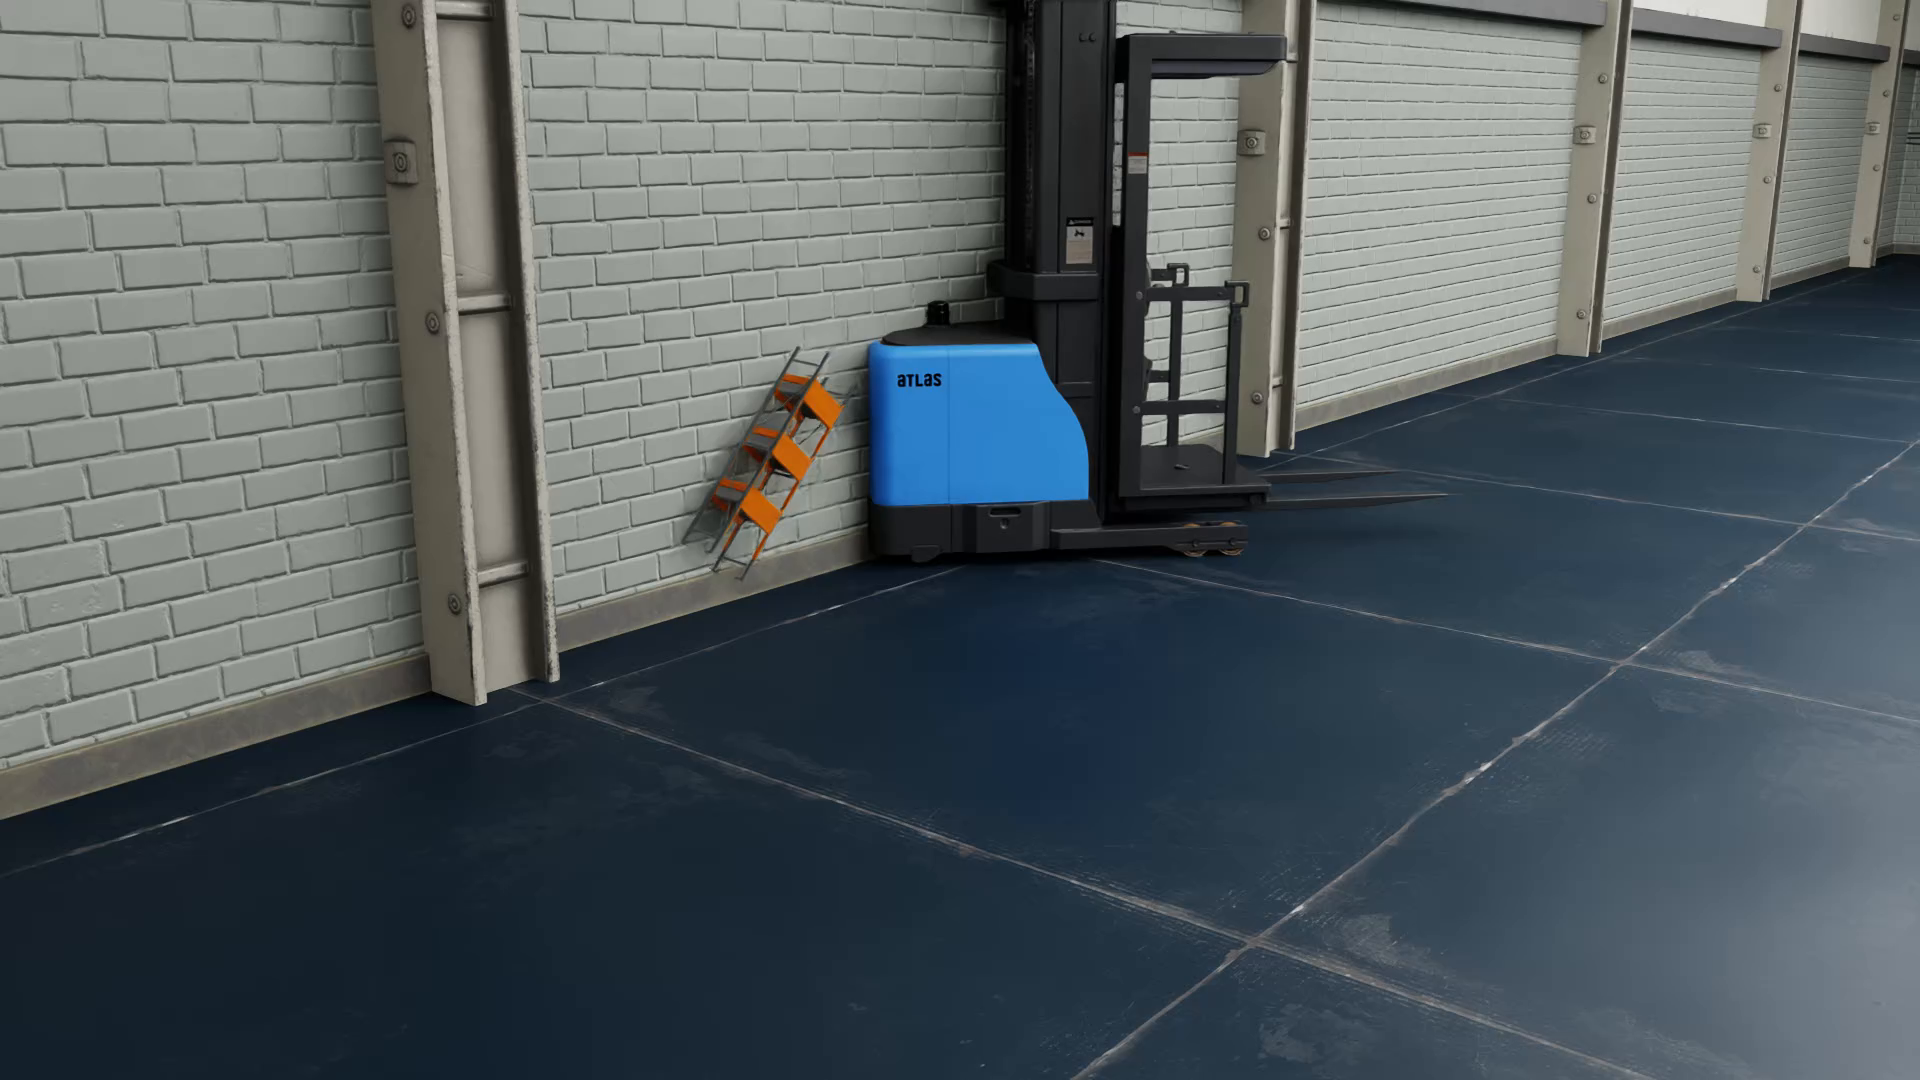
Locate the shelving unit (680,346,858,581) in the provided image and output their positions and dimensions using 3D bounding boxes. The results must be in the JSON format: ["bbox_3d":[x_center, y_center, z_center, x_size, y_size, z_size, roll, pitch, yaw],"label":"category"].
[{"bbox_3d":[-0.837,-0.346,7.360,0.215,1.050,0.252,16,-21,37],"label":"shelving unit"}]

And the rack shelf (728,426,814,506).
[{"bbox_3d":[-0.842,-0.337,7.357,0.215,0.259,0.240,16,-21,37],"label":"rack shelf"}]

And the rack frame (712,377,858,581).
[{"bbox_3d":[-0.783,-0.286,7.451,0.200,1.050,0.008,16,-21,37],"label":"rack frame"}]

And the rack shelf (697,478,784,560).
[{"bbox_3d":[-0.968,-0.103,7.277,0.215,0.259,0.240,16,-21,37],"label":"rack shelf"}]

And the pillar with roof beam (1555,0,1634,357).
[{"bbox_3d":[9.091,-5.437,11.748,9.100,9.000,0.400,11,18,38],"label":"pillar with roof beam"}]

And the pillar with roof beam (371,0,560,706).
[{"bbox_3d":[1.549,-3.139,2.701,9.100,9.000,0.400,11,18,38],"label":"pillar with roof beam"}]

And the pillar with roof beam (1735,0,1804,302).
[{"bbox_3d":[12.862,-6.586,16.271,9.100,9.000,0.400,11,18,38],"label":"pillar with roof beam"}]

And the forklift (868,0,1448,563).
[{"bbox_3d":[0.994,-1.461,8.420,3.031,2.935,1.130,-2,14,-9],"label":"forklift"}]

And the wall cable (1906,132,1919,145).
[{"bbox_3d":[16.164,-7.256,25.214,3.097,2.526,0.112,11,18,38],"label":"wall cable"}]

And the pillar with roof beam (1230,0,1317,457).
[{"bbox_3d":[5.320,-4.288,7.224,9.100,9.000,0.400,11,18,38],"label":"pillar with roof beam"}]

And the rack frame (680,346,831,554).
[{"bbox_3d":[-0.891,-0.406,7.268,0.200,1.050,0.008,16,-21,37],"label":"rack frame"}]

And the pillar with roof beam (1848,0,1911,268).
[{"bbox_3d":[16.633,-7.735,20.794,9.100,9.000,0.400,11,18,38],"label":"pillar with roof beam"}]

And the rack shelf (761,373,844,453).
[{"bbox_3d":[-0.712,-0.577,7.437,0.215,0.259,0.240,16,-21,37],"label":"rack shelf"}]
